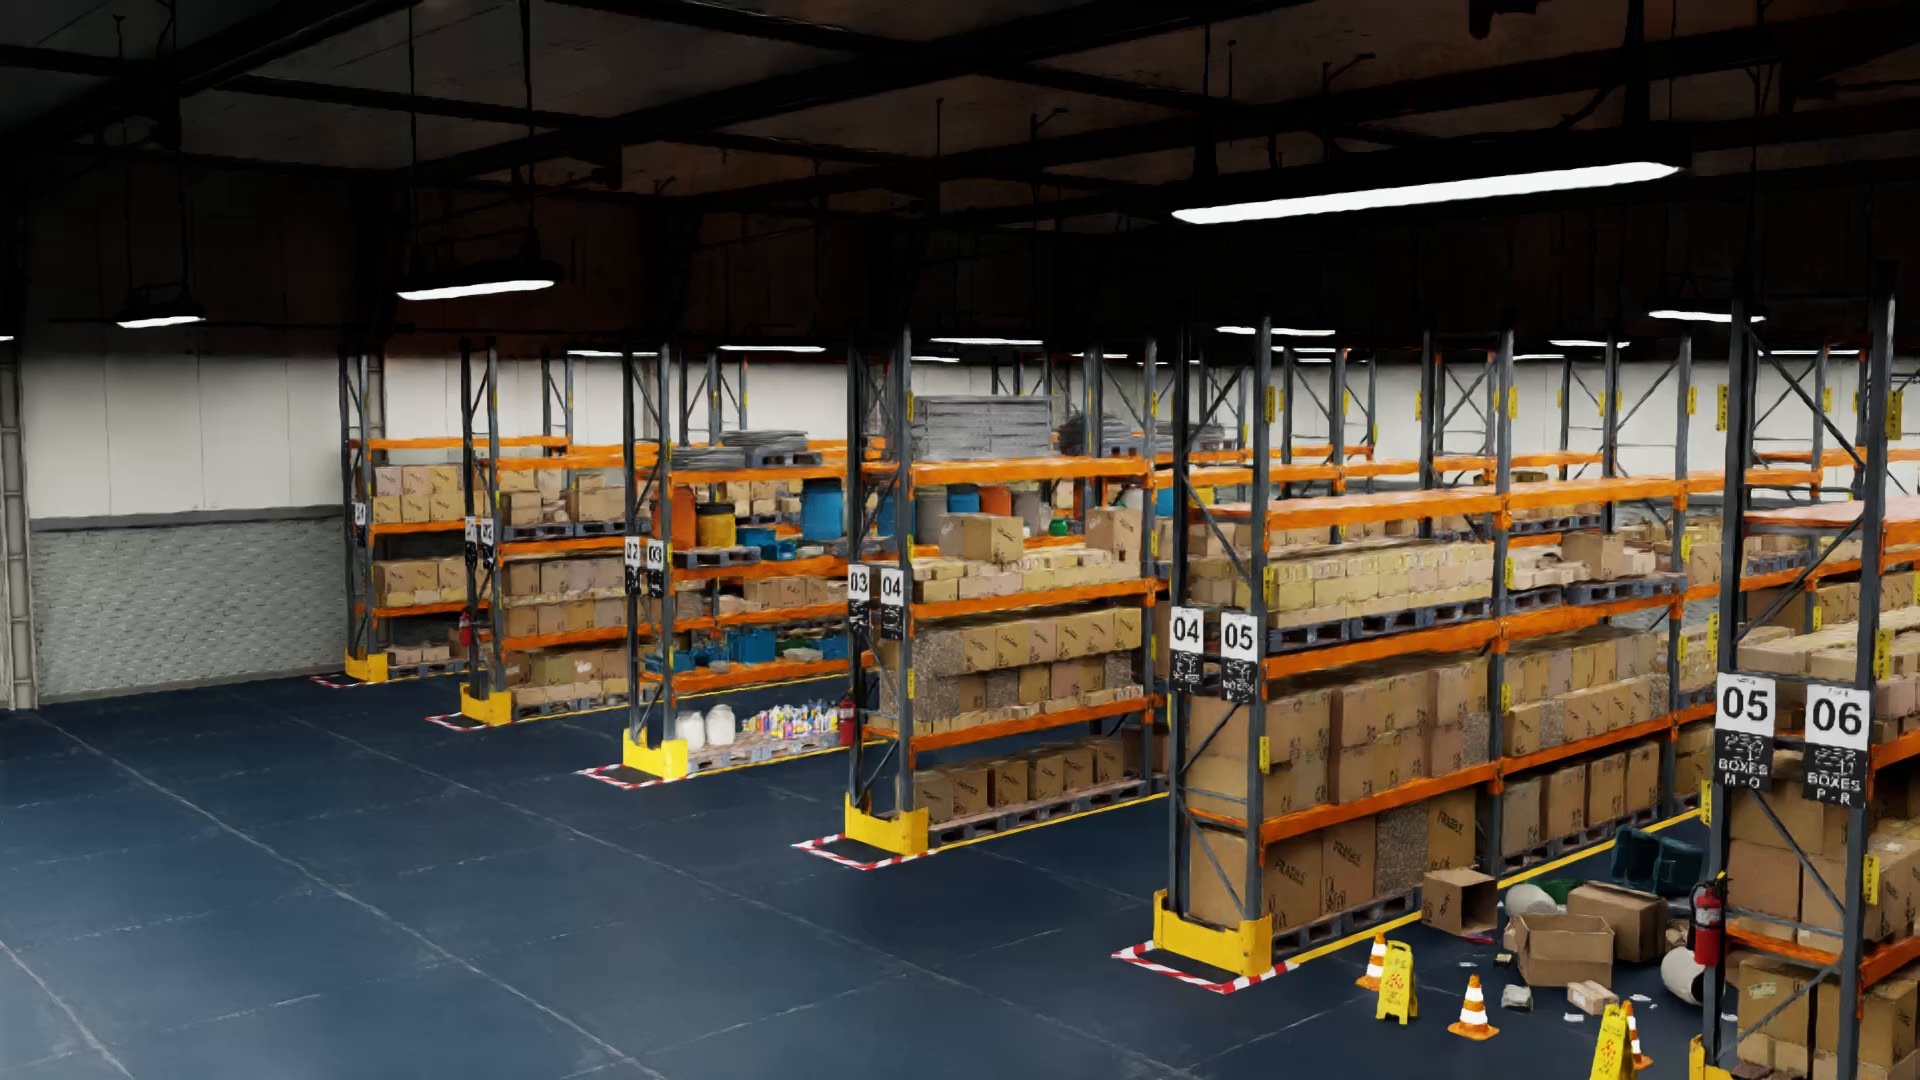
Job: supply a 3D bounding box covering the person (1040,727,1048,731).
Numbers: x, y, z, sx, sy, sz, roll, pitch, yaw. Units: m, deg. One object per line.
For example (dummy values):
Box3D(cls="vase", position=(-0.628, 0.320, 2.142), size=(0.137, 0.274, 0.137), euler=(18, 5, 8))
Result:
Box3D(cls="person", position=(1.219, 2.073, 25.509), size=(0.621, 1.602, 0.828), euler=(3, 6, 31))
